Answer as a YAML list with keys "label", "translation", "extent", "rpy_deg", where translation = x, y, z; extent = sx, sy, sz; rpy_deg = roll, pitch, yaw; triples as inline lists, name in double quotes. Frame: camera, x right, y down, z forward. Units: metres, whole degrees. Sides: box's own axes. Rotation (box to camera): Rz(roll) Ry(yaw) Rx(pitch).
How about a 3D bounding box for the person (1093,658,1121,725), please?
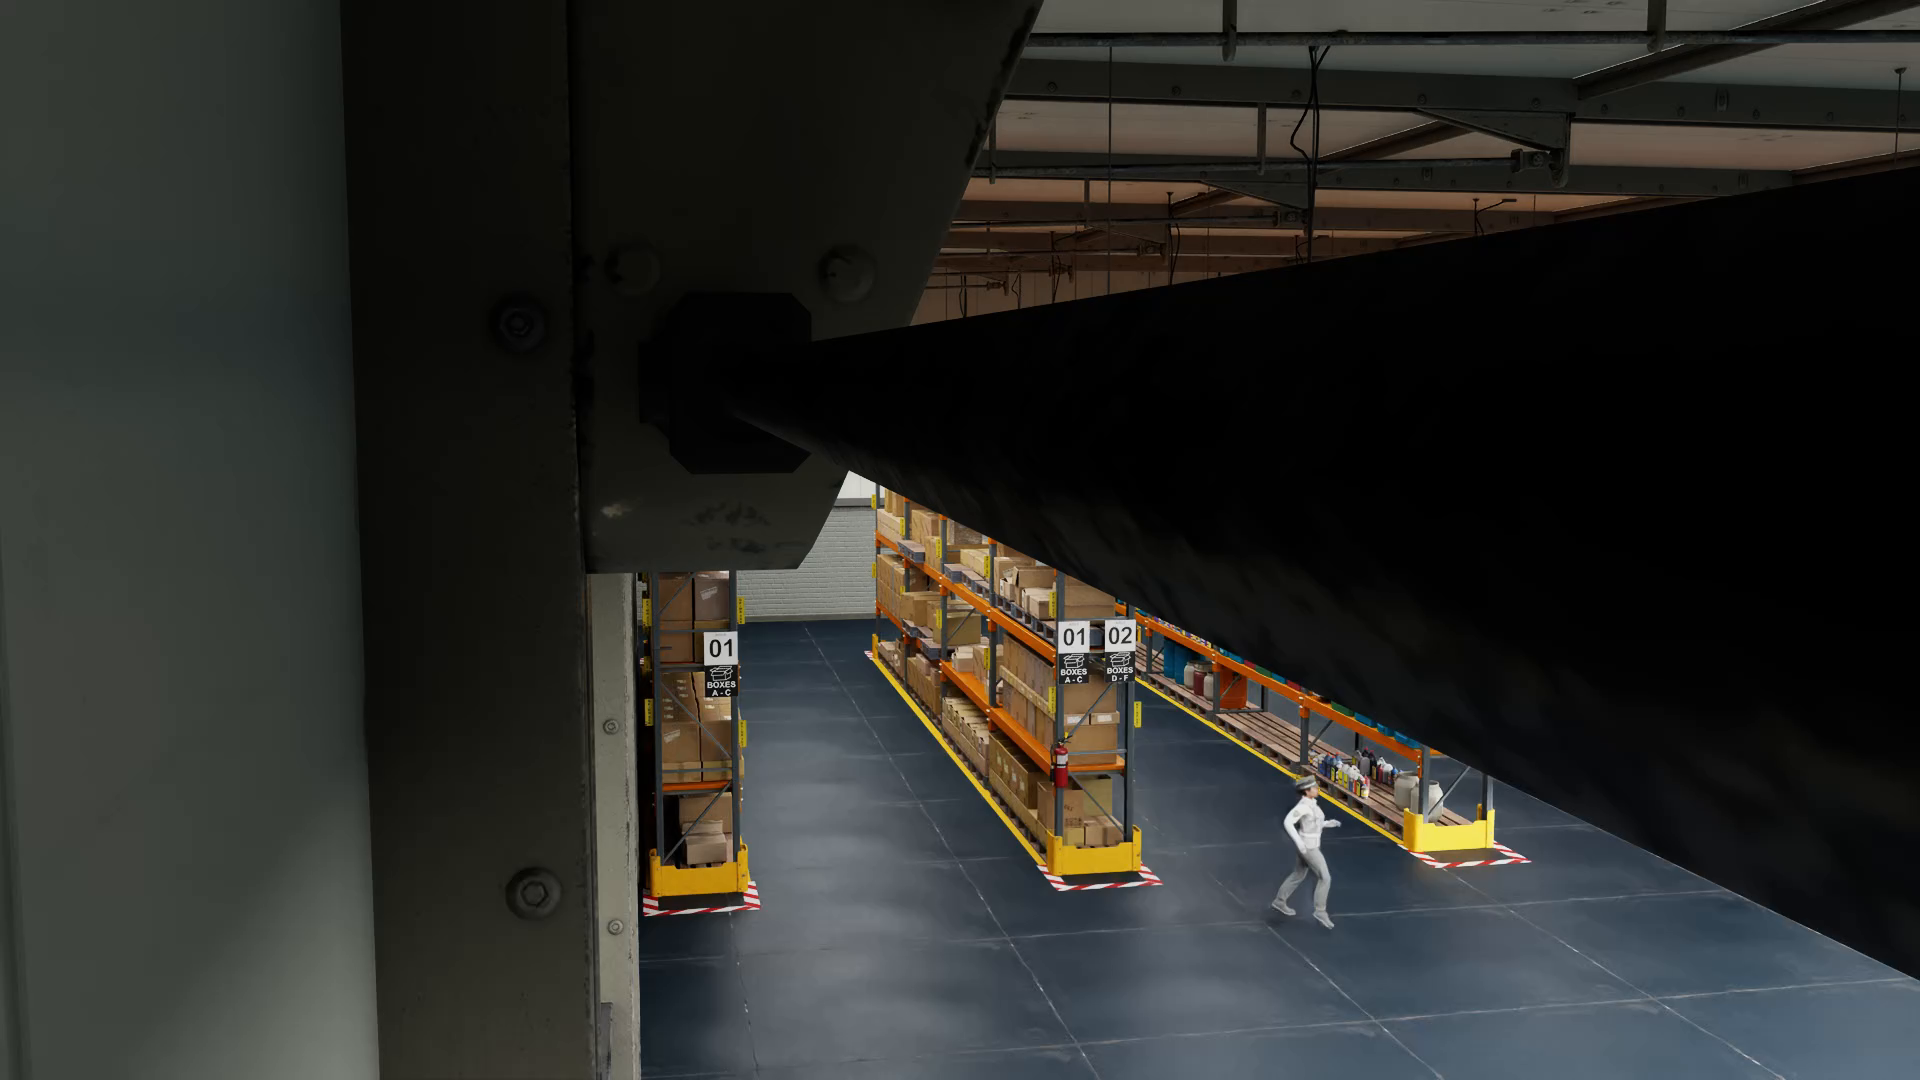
- label: "person"
  translation: [2.649, 2.437, 29.799]
  extent: [0.668, 1.687, 0.803]
  rpy_deg: [-2, 6, -20]

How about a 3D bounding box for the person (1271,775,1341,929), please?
- label: "person"
  translation: [3.952, 3.545, 18.991]
  extent: [0.762, 1.749, 0.583]
  rpy_deg: [1, 6, 13]
